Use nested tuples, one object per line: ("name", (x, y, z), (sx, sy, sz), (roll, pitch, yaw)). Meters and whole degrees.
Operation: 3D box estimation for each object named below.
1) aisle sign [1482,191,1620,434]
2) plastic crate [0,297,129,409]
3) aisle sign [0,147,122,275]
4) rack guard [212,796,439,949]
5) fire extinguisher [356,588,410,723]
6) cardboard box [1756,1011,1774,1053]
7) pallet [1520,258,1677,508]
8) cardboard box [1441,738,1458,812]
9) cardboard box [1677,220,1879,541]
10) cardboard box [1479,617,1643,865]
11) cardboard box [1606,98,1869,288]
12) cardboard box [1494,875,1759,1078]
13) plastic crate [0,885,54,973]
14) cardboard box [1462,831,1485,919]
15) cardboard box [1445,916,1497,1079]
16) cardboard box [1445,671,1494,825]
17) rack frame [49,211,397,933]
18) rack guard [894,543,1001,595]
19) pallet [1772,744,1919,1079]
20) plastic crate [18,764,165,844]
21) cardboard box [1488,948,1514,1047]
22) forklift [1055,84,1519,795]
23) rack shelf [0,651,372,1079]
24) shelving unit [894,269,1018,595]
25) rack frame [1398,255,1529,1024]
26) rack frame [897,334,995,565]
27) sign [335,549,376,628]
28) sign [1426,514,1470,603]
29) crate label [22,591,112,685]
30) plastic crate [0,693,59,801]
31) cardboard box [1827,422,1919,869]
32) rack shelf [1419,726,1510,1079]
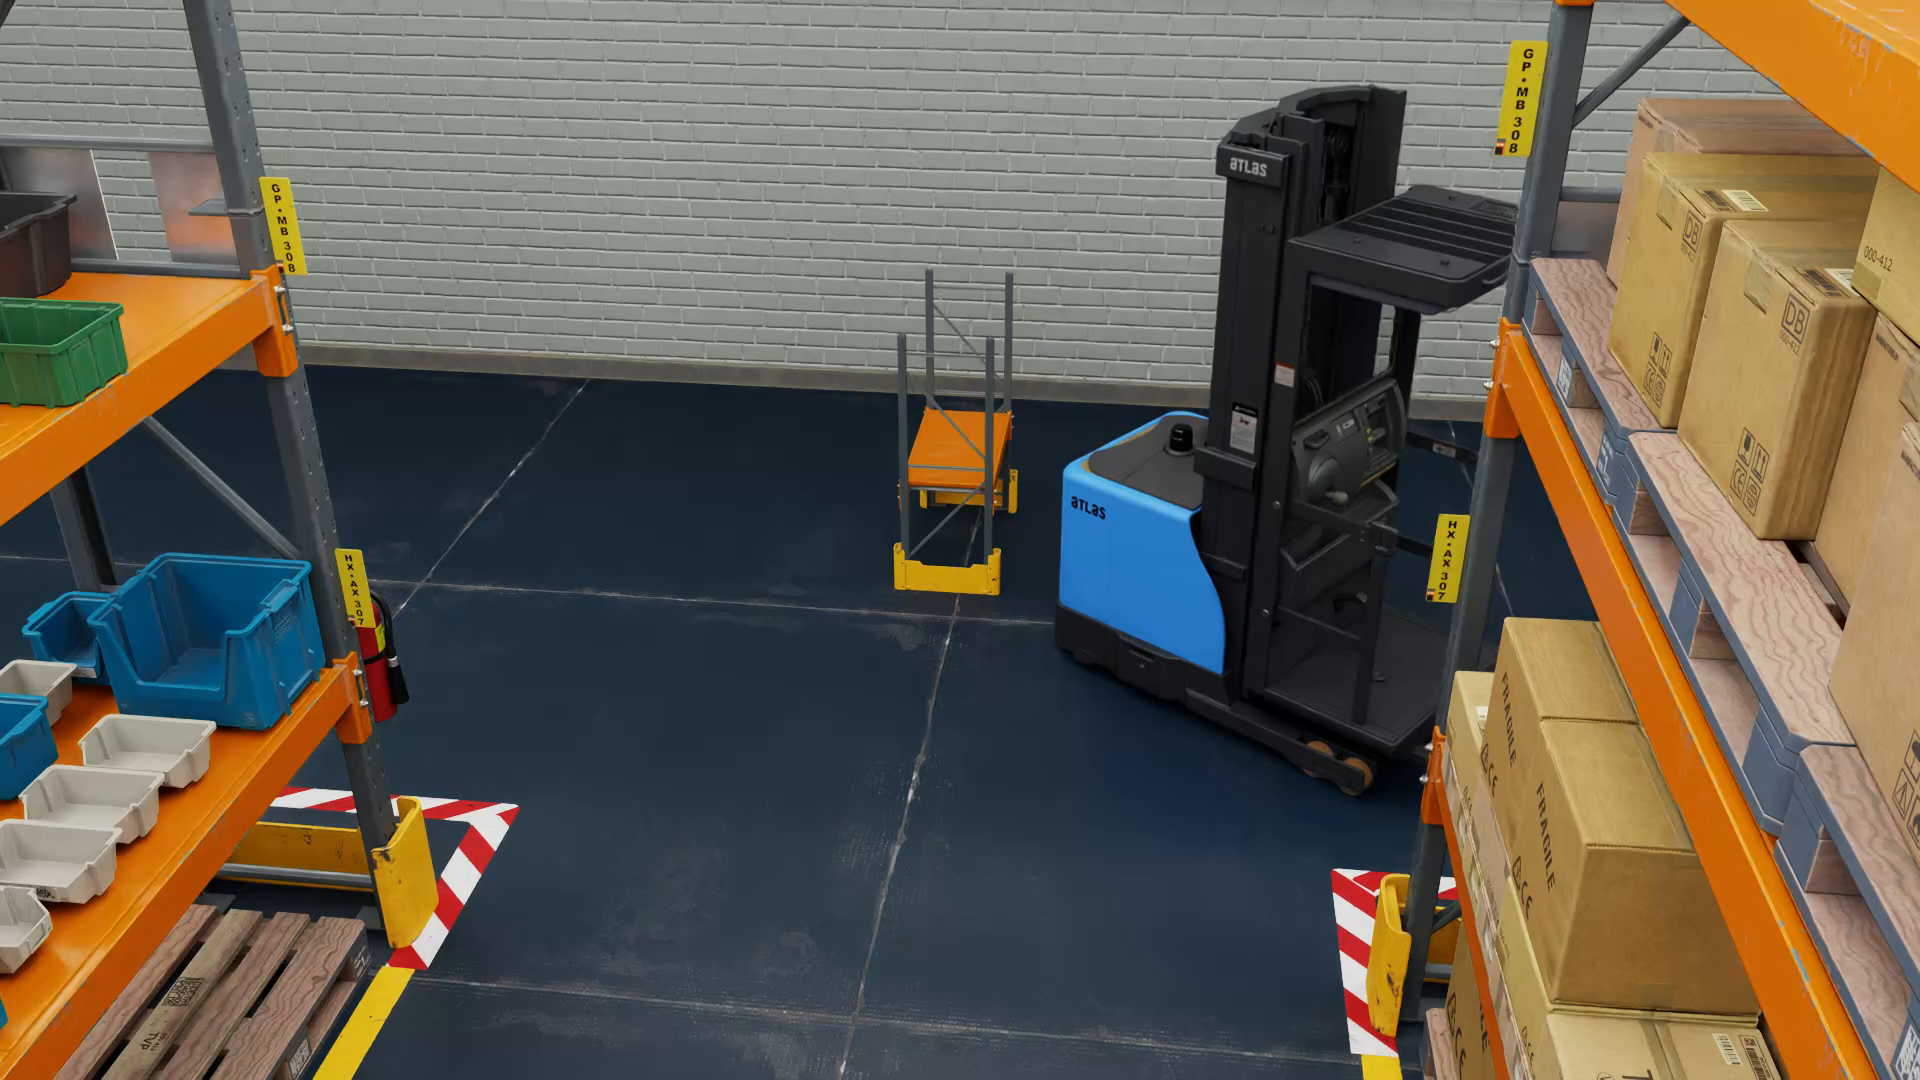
("aisle sign", (1.867, -0.682, 5.113), (0.394, 0.787, 0.004), (3, 28, 6))
("plastic crate", (-2.597, -0.521, 4.614), (0.450, 0.188, 0.336), (3, 28, 6))
("aisle sign", (-3.046, -0.970, 5.647), (0.394, 0.787, 0.004), (3, 28, 6))
("rack guard", (-2.770, 1.314, 6.783), (1.175, 0.500, 0.348), (3, 28, 6))
("fire extinguisher", (-2.290, 0.379, 6.358), (0.296, 0.674, 0.183), (3, 28, 6))
("cardboard box", (2.235, 1.171, 4.259), (0.500, 0.250, 0.500), (2, 28, 4))
("pallet", (2.075, -0.418, 4.294), (1.003, 0.211, 1.213), (3, 28, 6))
("cardboard box", (1.785, 0.772, 5.419), (0.380, 0.149, 0.250), (4, 29, 7))
("cardboard box", (1.941, -0.328, 3.380), (0.700, 0.500, 0.500), (1, 28, 3))
("cardboard box", (1.768, 0.564, 4.594), (0.500, 0.500, 0.500), (3, 28, 5))
("cardboard box", (2.145, -0.832, 4.315), (0.700, 0.500, 0.500), (2, 28, 3))
("cardboard box", (1.707, 1.140, 4.315), (0.500, 0.250, 0.500), (2, 28, 4))
("plastic crate", (-2.758, 1.118, 4.726), (0.298, 0.136, 0.250), (3, 28, 6))
("cardboard box", (1.724, 1.014, 4.971), (0.380, 0.149, 0.250), (3, 28, 5))
("cardboard box", (2.157, 1.570, 5.470), (0.875, 0.875, 0.875), (3, 28, 6))
("cardboard box", (1.829, 0.659, 5.209), (0.500, 0.250, 0.500), (3, 28, 5))
("rack frame", (-2.760, 0.226, 6.168), (1.000, 3.000, 0.127), (3, 28, 6))
("rack guard", (-0.070, 0.160, 9.189), (0.587, 0.250, 0.087), (3, 28, 6))
("pallet", (1.776, 0.731, 2.162), (1.003, 0.211, 1.213), (3, 28, 6))
("plastic crate", (-2.730, 0.845, 5.233), (0.396, 0.136, 0.243), (3, 28, 6))
("cardboard box", (1.661, 1.256, 4.521), (0.380, 0.149, 0.250), (3, 28, 5))
("forklift", (1.922, -0.410, 7.420), (3.031, 2.935, 1.130), (23, 36, 36))
("rack shelf", (-3.005, 1.484, 4.591), (1.077, 0.370, 4.000), (3, 28, 6))
("shelving unit", (-0.009, -0.624, 9.328), (0.587, 1.500, 1.083), (3, 28, 6))
("rack frame", (2.156, 0.514, 5.634), (1.000, 3.000, 0.127), (3, 28, 6))
("rack frame", (-0.073, -0.381, 8.876), (0.500, 1.500, 0.032), (3, 28, 6))
("sign", (-2.212, 0.178, 6.084), (0.100, 0.325, 0.005), (3, 28, 6))
("sign", (1.606, 0.063, 5.475), (0.100, 0.325, 0.005), (3, 28, 6))
("crate label", (-3.117, 0.370, 6.014), (0.416, 0.233, 0.303), (3, 28, 6))
("plastic crate", (-3.197, 0.680, 5.438), (0.416, 0.233, 0.300), (3, 28, 6))
("cardboard box", (1.772, 0.178, 2.440), (0.700, 0.500, 0.500), (5, 29, 9))
("rack shelf", (1.911, 1.772, 4.057), (1.077, 0.370, 4.000), (3, 28, 6))
